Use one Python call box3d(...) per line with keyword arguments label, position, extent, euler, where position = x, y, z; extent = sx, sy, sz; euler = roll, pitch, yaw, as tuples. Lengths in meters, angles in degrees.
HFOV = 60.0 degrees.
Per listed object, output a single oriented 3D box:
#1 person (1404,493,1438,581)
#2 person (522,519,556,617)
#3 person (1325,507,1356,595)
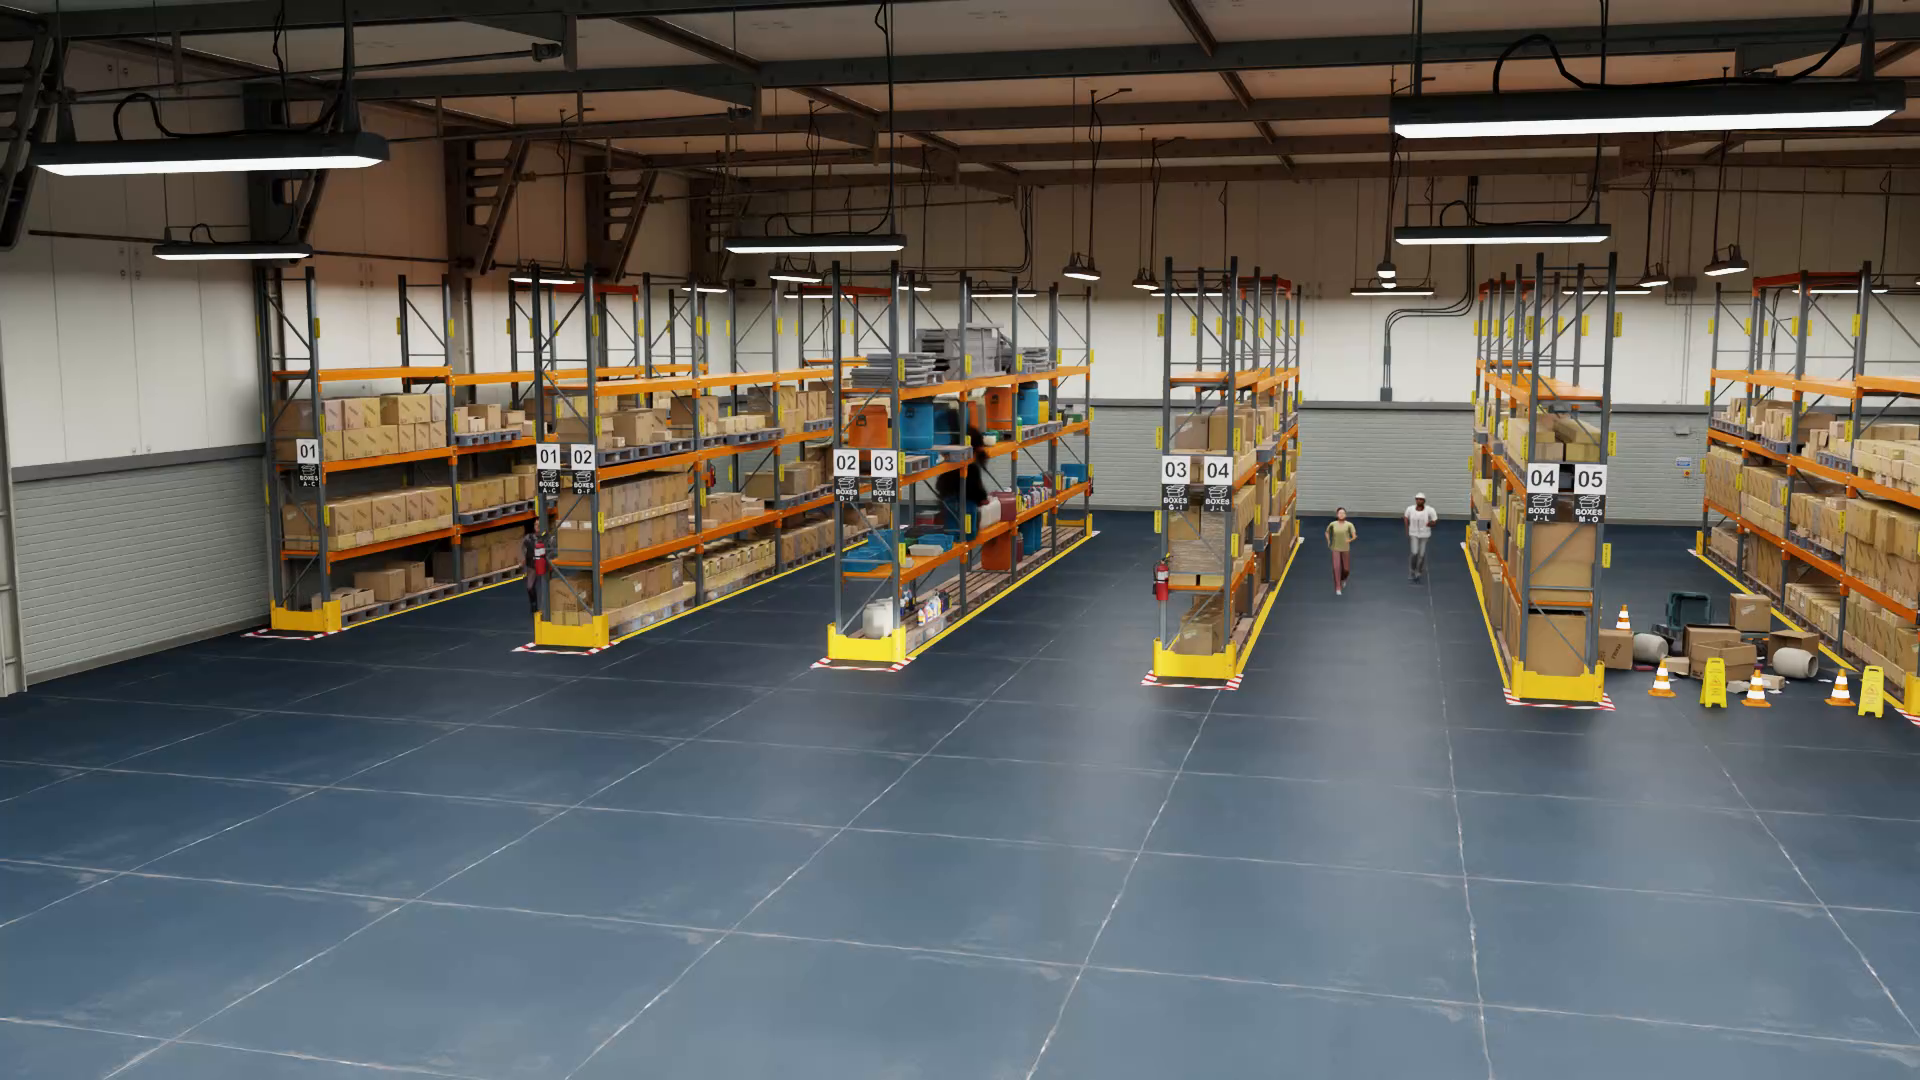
box3d(label="person", position=(9.156, -0.048, 33.093), extent=(0.664, 1.800, 0.718), euler=(2, 8, 16))
box3d(label="person", position=(-7.331, 0.491, 28.902), extent=(0.633, 1.703, 0.683), euler=(0, 7, -3))
box3d(label="person", position=(7.204, 0.197, 31.518), extent=(0.589, 1.635, 0.802), euler=(2, 7, 12))
